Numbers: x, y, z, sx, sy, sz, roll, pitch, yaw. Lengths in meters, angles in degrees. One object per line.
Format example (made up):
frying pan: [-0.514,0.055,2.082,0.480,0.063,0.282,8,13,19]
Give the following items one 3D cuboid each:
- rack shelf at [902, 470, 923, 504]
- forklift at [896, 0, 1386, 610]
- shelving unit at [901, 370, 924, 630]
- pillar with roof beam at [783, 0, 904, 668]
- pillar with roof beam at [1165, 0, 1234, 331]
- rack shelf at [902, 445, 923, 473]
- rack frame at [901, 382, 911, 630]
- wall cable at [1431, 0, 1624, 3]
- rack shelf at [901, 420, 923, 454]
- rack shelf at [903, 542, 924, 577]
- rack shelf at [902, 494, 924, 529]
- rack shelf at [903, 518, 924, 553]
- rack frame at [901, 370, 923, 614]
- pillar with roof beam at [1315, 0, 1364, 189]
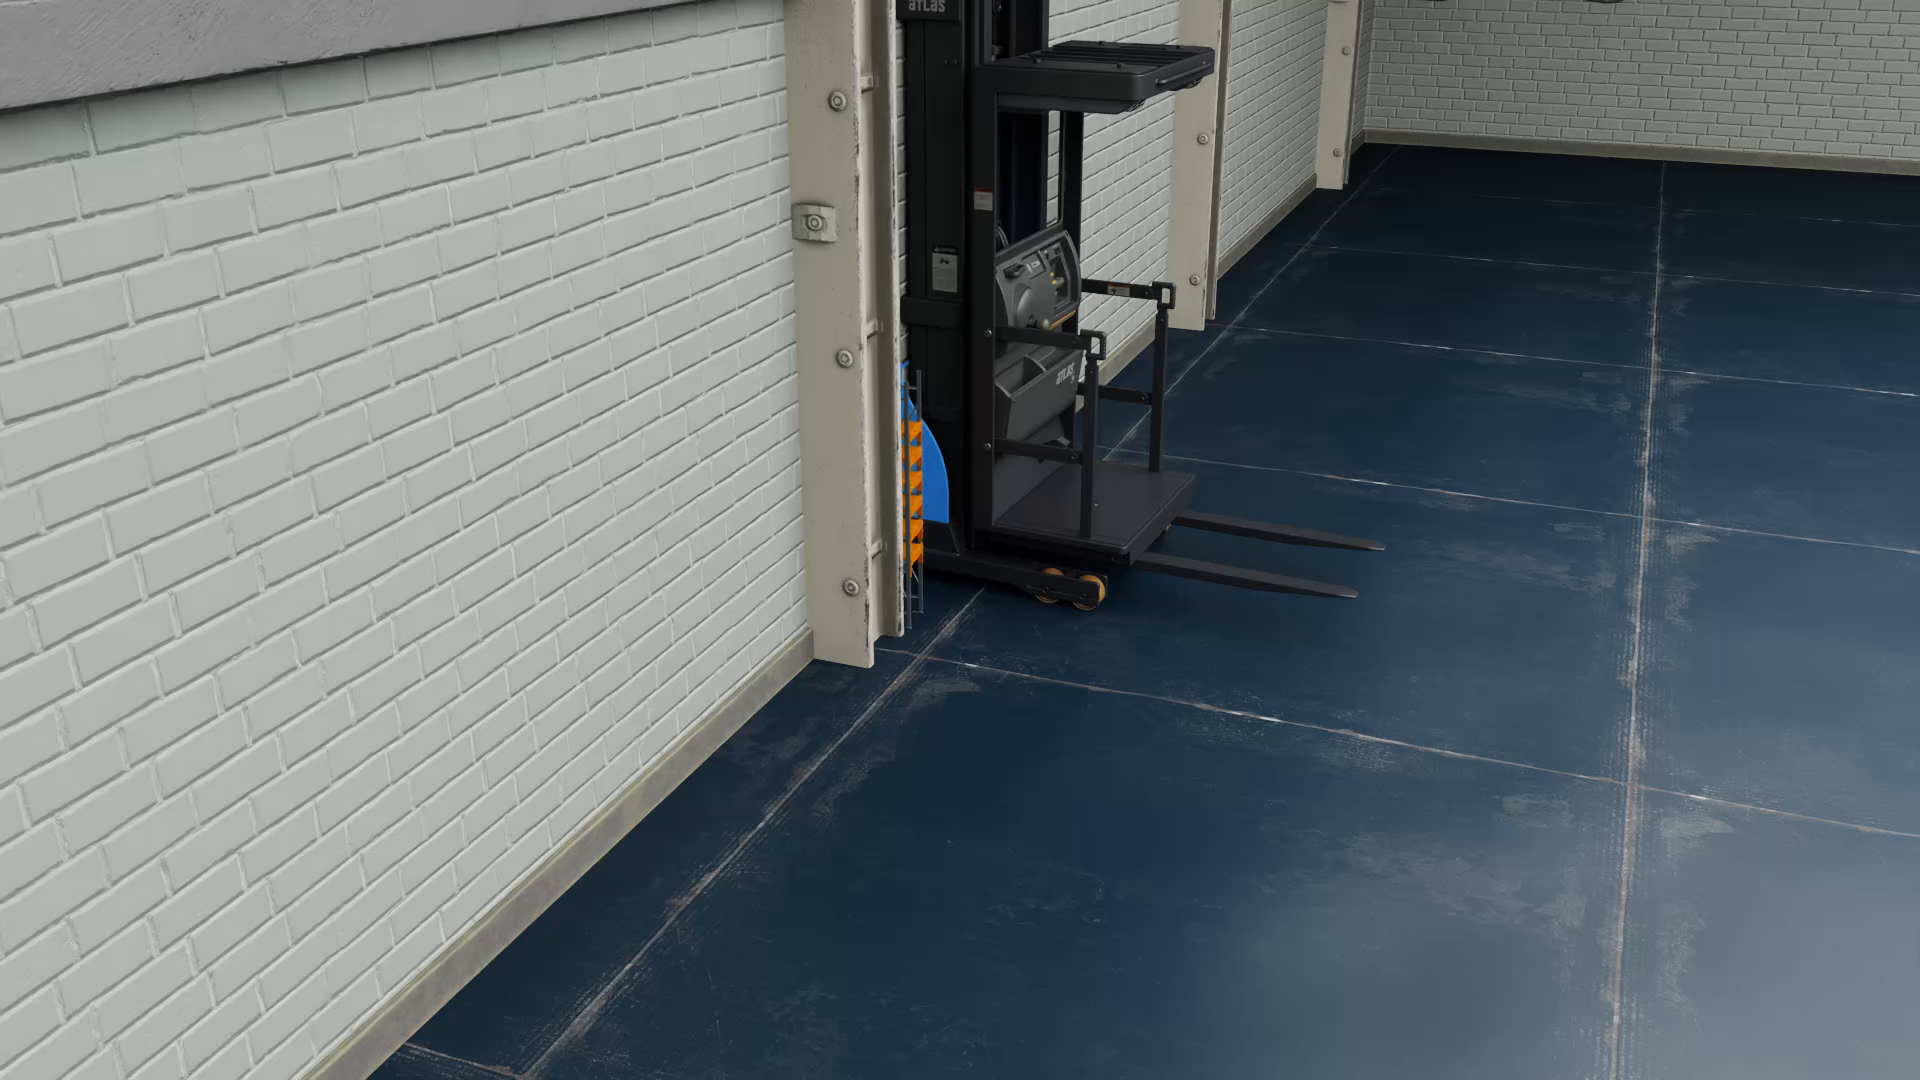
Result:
rack shelf: [-0.317,-0.254,7.604,0.258,0.103,0.180,6,23,15]
forklift: [0.566,-1.250,7.940,3.031,2.935,1.130,10,25,23]
shelving unit: [-0.317,-0.184,7.633,0.258,1.200,0.189,6,23,15]
pillar with roof beam: [3.524,-3.058,4.397,9.100,9.000,0.400,9,24,20]
pillar with roof beam: [5.753,-5.206,9.537,9.100,9.000,0.400,9,24,20]
rack shelf: [-0.317,-0.365,7.559,0.258,0.103,0.180,6,23,15]
rack frame: [-0.342,-0.151,7.552,0.240,1.200,0.006,6,23,15]
wall cable: [6.306,-7.401,18.822,3.097,2.526,0.112,9,24,20]
rack shelf: [-0.317,-0.476,7.513,0.258,0.103,0.180,6,23,15]
rack shelf: [-0.318,0.079,7.742,0.258,0.103,0.180,6,23,15]
rack shelf: [-0.317,-0.143,7.650,0.258,0.103,0.180,6,23,15]
rack shelf: [-0.317,-0.032,7.696,0.258,0.103,0.180,6,23,15]
rack frame: [-0.292,-0.218,7.714,0.240,1.200,0.006,6,23,15]
pillar with roof beam: [7.981,-7.353,14.677,9.100,9.000,0.400,9,24,20]
